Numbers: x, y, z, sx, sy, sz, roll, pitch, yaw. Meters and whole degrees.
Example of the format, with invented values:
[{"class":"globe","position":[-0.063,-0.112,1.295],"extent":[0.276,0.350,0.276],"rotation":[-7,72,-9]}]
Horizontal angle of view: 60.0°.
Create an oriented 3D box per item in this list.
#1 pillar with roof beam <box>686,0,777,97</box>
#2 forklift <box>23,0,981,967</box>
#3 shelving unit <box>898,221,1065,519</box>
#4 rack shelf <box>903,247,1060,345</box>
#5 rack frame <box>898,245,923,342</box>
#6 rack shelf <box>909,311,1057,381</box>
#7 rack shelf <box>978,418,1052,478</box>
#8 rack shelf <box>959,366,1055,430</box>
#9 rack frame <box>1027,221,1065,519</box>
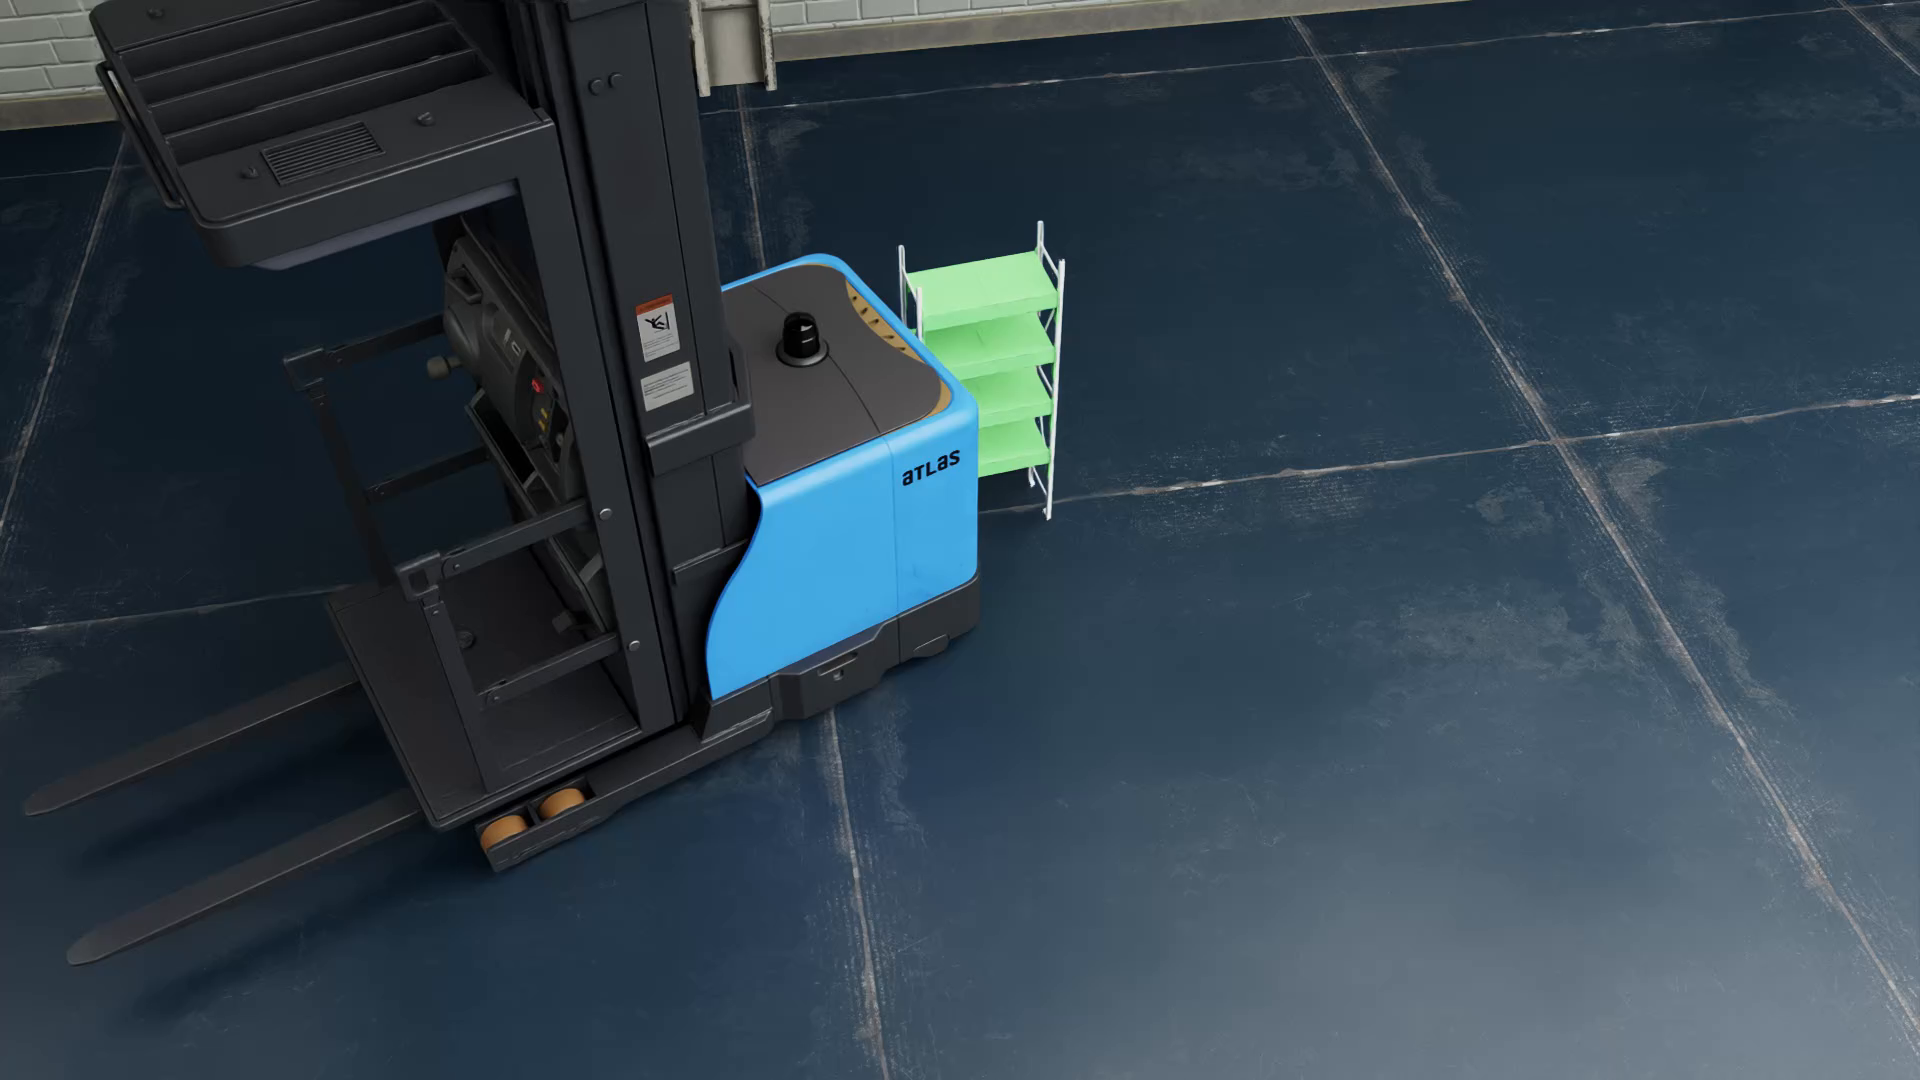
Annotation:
[{"class":"pillar with roof beam","position":[-0.416,-2.443,2.354],"extent":[0.400,9.000,9.100],"rotation":[-7,46,-7]},{"class":"forklift","position":[-1.447,-0.425,4.624],"extent":[3.031,2.935,1.130],"rotation":[-24,51,-22]},{"class":"shelving unit","position":[0.070,-0.530,5.927],"extent":[0.503,1.200,0.258],"rotation":[-12,47,-11]},{"class":"rack shelf","position":[0.070,-0.818,5.627],"extent":[0.480,0.148,0.258],"rotation":[-12,47,-11]},{"class":"rack frame","position":[-0.164,-0.480,5.879],"extent":[0.015,1.200,0.240],"rotation":[-12,47,-11]},{"class":"rack shelf","position":[0.070,-0.652,5.800],"extent":[0.480,0.148,0.258],"rotation":[-12,47,-11]},{"class":"rack shelf","position":[0.070,-0.319,6.146],"extent":[0.480,0.148,0.258],"rotation":[-12,47,-11]},{"class":"rack shelf","position":[0.070,-0.485,5.973],"extent":[0.480,0.148,0.258],"rotation":[-12,47,-11]},{"class":"rack frame","position":[0.304,-0.579,5.975],"extent":[0.015,1.200,0.240],"rotation":[-12,47,-11]}]
